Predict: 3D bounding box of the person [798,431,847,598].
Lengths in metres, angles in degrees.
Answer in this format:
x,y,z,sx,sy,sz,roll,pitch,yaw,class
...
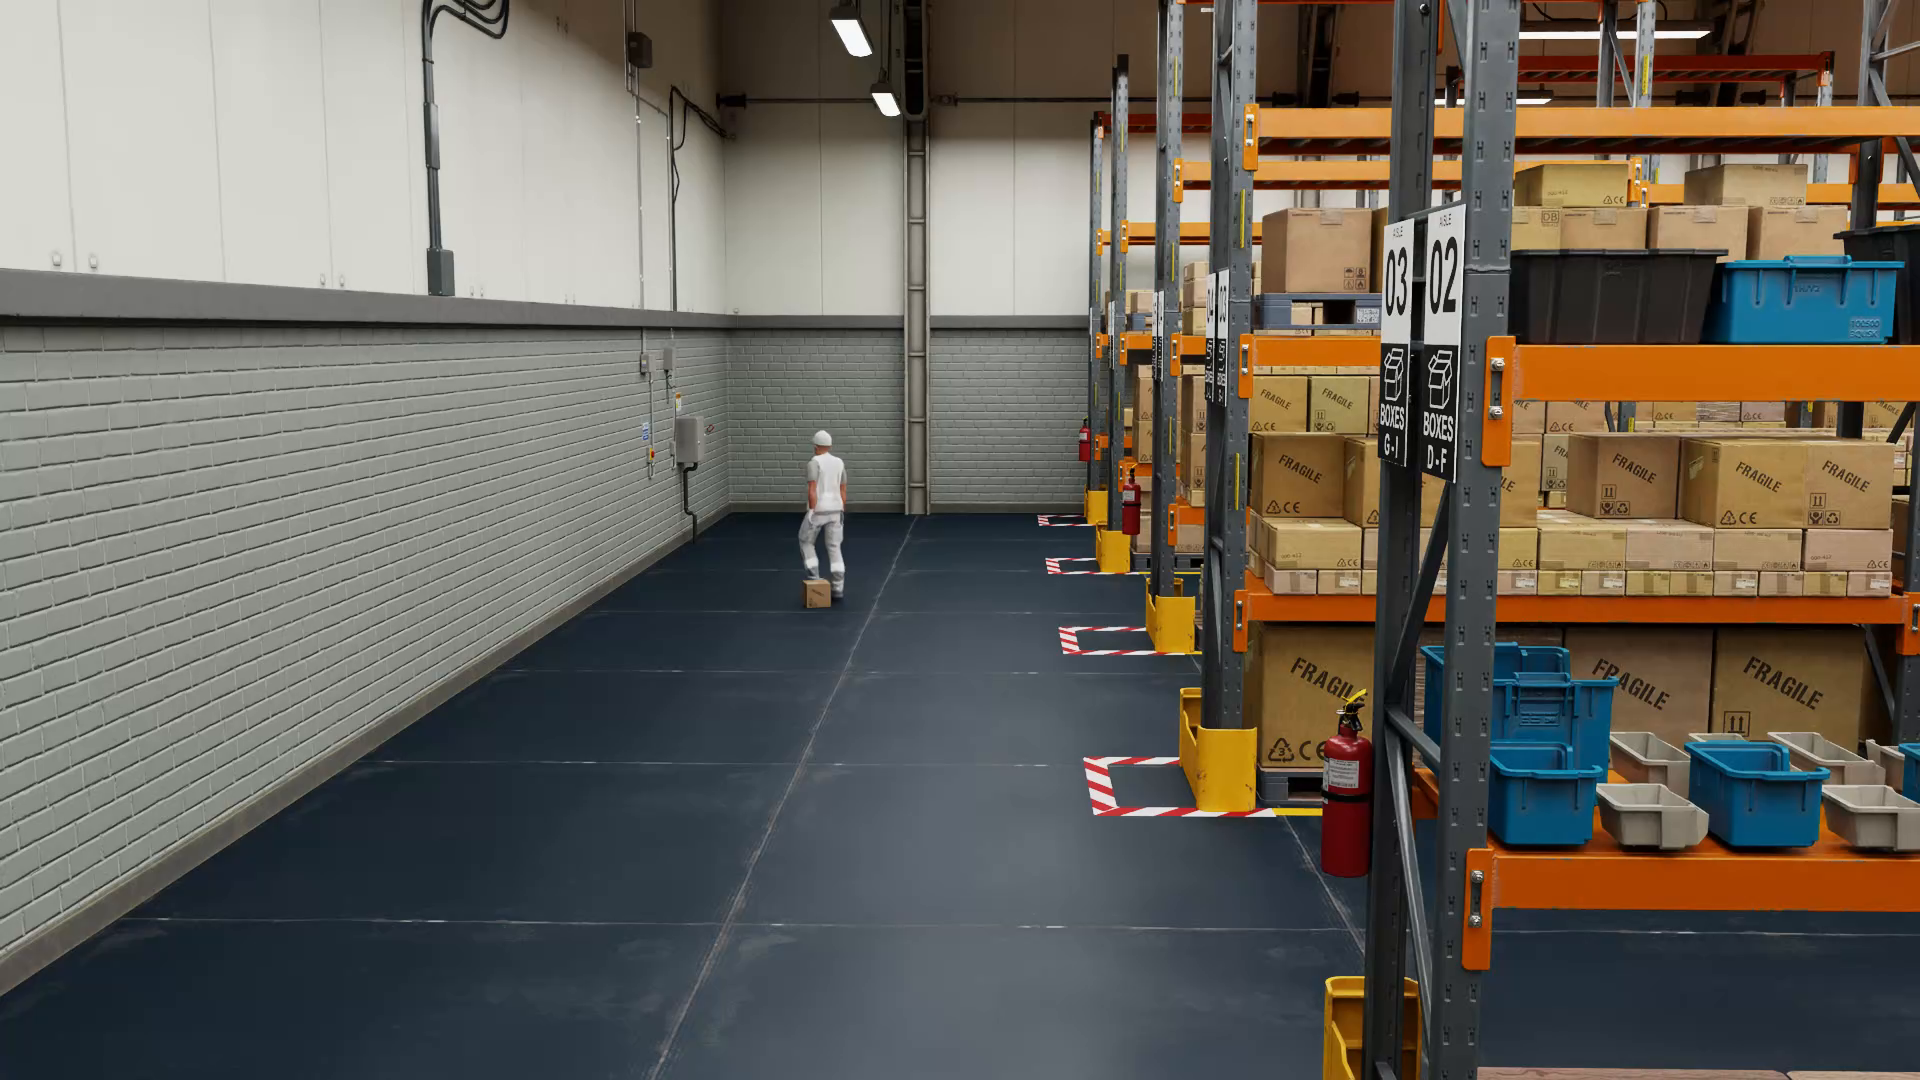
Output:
x,y,z,sx,sy,sz,roll,pitch,yaw,class
-1.432,-0.265,17.768,0.578,1.795,0.551,-5,9,-37,person
